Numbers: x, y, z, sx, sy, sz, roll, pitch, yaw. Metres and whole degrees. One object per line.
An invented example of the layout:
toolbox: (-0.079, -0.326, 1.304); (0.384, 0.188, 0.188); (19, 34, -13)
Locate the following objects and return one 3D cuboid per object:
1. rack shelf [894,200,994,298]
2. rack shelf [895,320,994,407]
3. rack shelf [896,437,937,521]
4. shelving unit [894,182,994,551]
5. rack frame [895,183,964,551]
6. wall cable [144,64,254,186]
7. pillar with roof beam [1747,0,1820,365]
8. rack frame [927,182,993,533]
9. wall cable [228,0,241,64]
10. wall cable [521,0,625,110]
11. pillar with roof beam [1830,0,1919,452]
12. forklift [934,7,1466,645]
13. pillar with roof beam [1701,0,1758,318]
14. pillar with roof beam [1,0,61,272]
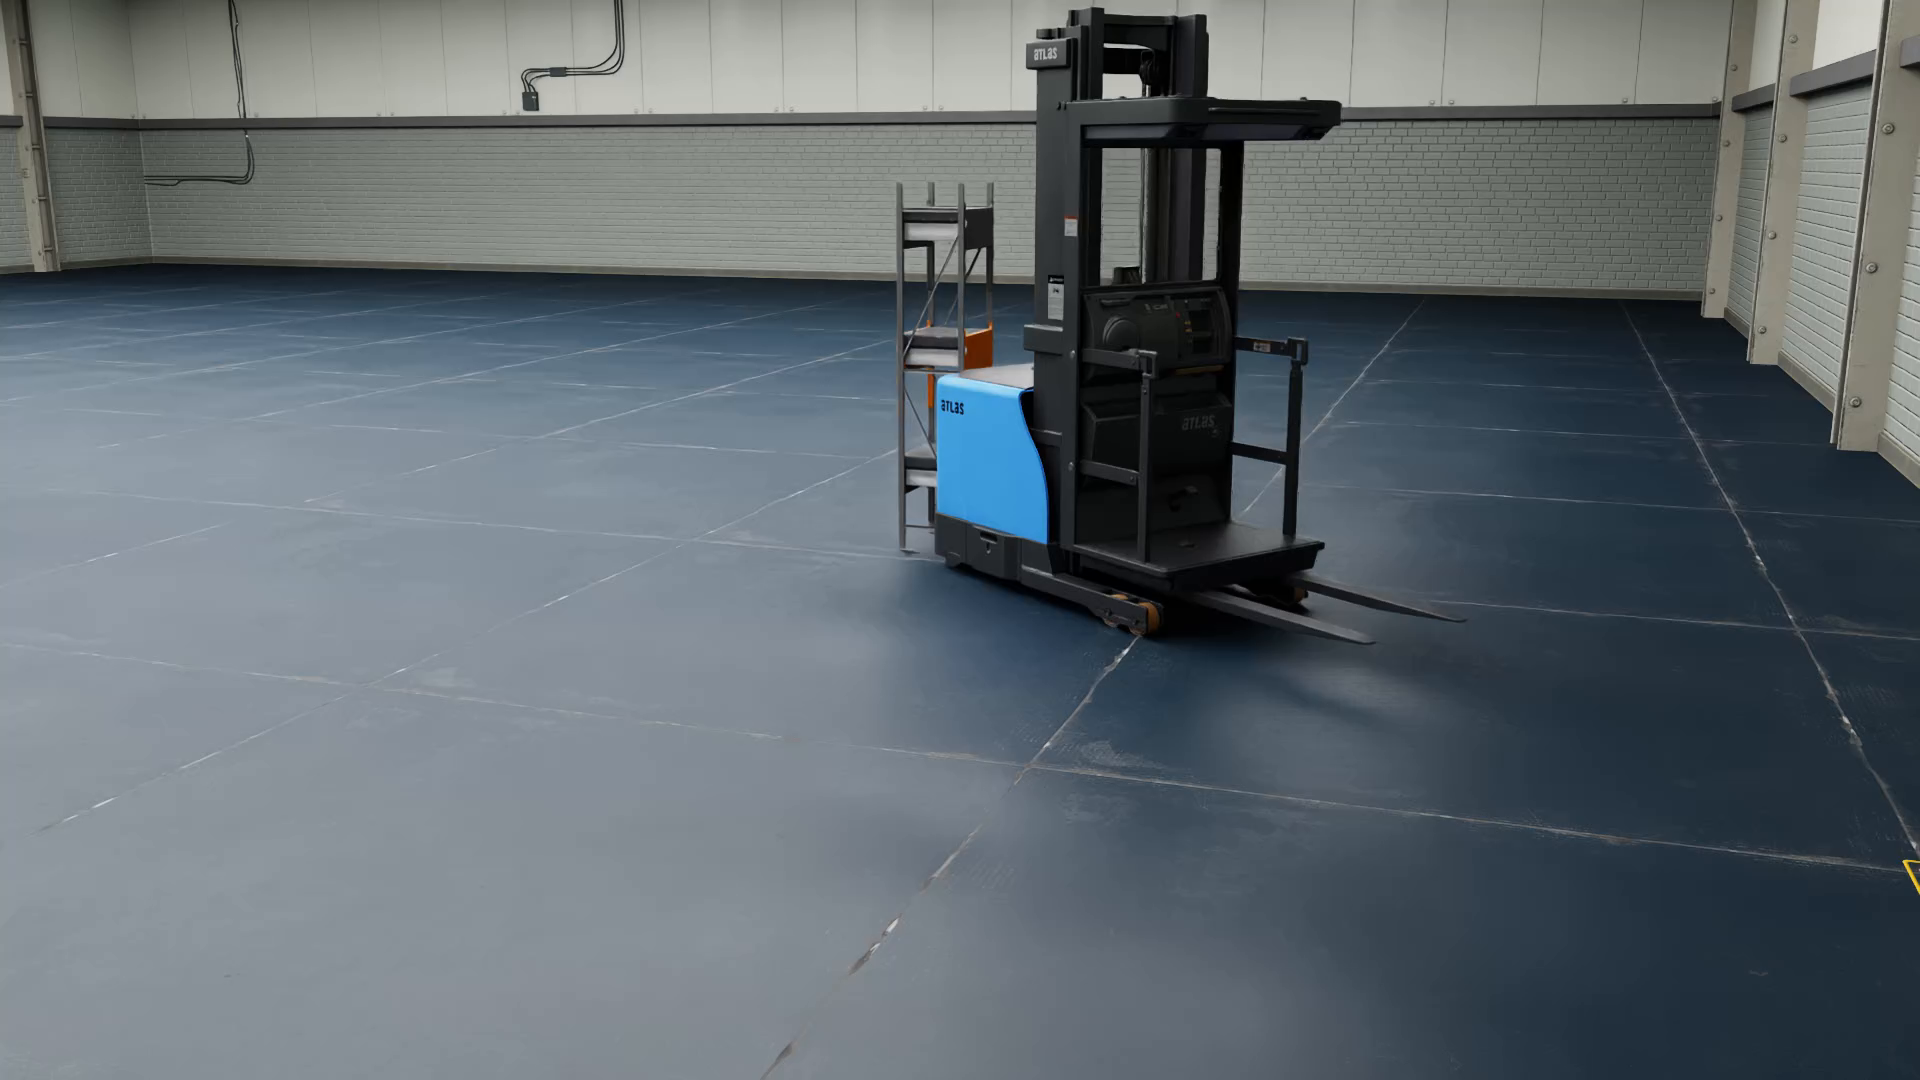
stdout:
rack shelf: (-0.085, -1.670, 9.503); (0.431, 0.518, 0.480); (5, 14, 20)
rack shelf: (-0.085, -0.988, 9.659); (0.431, 0.518, 0.480); (5, 14, 20)
rack shelf: (-0.085, -0.305, 9.815); (0.431, 0.518, 0.480); (5, 14, 20)
shelving unit: (-0.085, -1.001, 9.656); (0.431, 2.100, 0.503); (5, 14, 20)
rack frame: (-0.170, -0.950, 9.433); (0.400, 2.100, 0.015); (5, 14, 20)
wall cable: (-16.589, -8.934, 35.887); (3.097, 2.526, 0.112); (4, 14, 18)
pillar with roof beam: (4.997, -6.702, 19.128); (9.100, 9.000, 0.400); (4, 14, 18)
rack frame: (-0.001, -1.052, 9.879); (0.400, 2.100, 0.015); (5, 14, 20)
wall cable: (-14.029, -11.202, 34.472); (3.097, 2.526, 0.112); (4, 14, 18)
wall cable: (-7.612, -11.419, 32.154); (2.305, 6.003, 0.169); (4, 14, 18)
pillar with roof beam: (3.056, -5.439, 13.593); (9.100, 9.000, 0.400); (4, 14, 18)
forklift: (1.117, -1.090, 8.177); (1.130, 2.935, 3.031); (-9, 16, -35)
pillar with roof beam: (6.938, -7.965, 24.663); (9.100, 9.000, 0.400); (4, 14, 18)
pillar with roof beam: (-14.720, -9.613, 31.883); (9.100, 9.000, 0.400); (4, 14, 18)
